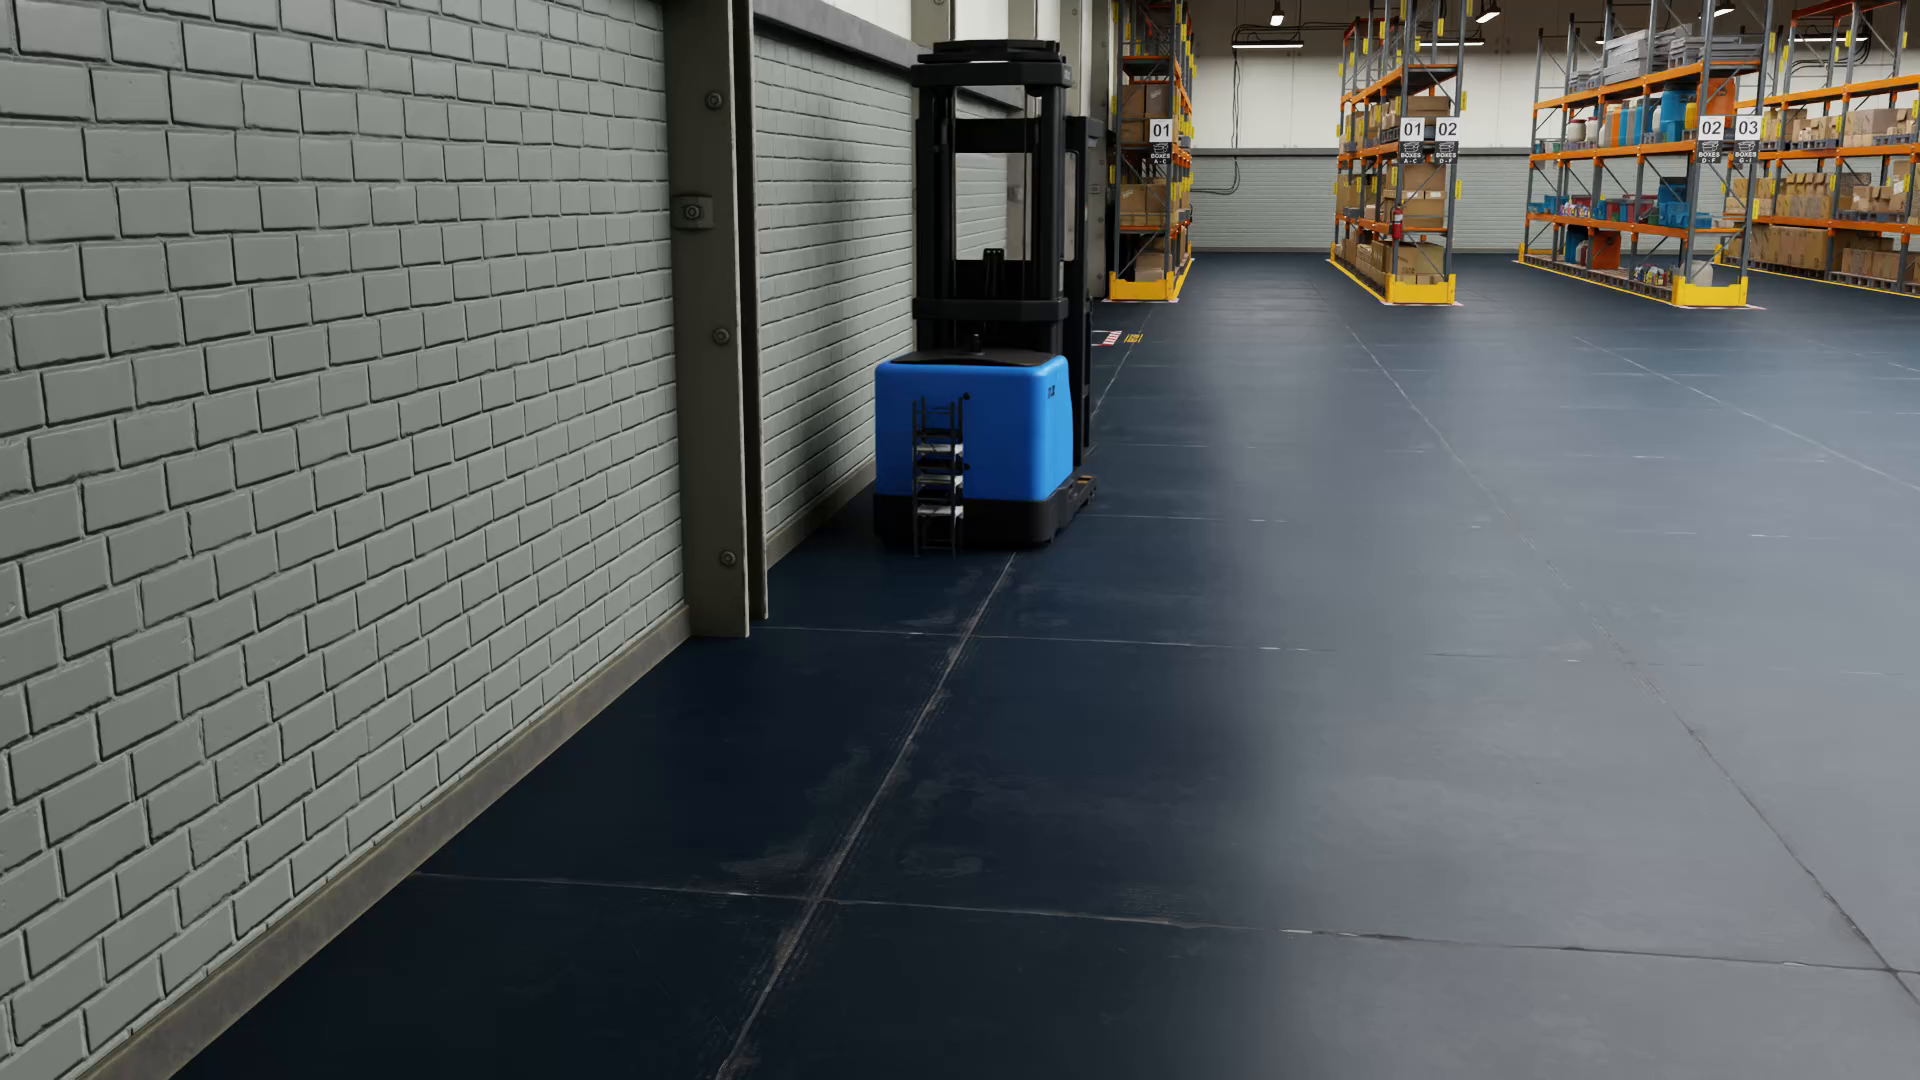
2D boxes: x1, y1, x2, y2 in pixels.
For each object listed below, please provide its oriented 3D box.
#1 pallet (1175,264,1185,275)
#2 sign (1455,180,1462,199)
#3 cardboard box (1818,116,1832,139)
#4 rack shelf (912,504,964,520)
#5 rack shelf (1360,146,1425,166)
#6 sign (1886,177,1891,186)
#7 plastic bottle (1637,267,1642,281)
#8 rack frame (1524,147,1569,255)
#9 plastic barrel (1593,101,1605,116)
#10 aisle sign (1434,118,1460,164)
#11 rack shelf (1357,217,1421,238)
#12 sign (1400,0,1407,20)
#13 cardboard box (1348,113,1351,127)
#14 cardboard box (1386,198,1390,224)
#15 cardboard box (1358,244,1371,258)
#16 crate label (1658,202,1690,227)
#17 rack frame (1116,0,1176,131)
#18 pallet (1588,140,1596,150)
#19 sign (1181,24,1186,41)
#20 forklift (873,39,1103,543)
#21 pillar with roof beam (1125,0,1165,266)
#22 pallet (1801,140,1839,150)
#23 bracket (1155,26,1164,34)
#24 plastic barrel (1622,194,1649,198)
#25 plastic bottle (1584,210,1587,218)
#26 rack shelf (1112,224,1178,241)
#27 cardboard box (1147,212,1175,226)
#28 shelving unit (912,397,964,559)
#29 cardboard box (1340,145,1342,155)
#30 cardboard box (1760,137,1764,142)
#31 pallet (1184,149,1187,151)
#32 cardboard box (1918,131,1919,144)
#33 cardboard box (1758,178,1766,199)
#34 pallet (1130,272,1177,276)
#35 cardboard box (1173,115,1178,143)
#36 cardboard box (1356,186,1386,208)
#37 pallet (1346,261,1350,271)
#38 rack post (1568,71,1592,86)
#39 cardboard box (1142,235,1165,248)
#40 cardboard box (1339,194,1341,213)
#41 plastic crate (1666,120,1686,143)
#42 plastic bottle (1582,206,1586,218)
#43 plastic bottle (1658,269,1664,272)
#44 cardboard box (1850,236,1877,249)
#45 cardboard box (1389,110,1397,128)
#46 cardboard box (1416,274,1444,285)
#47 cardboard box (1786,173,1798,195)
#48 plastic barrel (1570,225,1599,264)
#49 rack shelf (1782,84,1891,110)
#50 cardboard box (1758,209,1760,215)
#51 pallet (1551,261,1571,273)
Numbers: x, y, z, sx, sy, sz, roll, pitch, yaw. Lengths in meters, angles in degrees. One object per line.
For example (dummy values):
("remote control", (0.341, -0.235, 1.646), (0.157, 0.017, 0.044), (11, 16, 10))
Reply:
("pallet", (4.733, -6.337, 38.898), (1.003, 0.211, 1.213), (2, 12, 9))
("sign", (8.750, -6.156, 29.197), (0.100, 0.325, 0.005), (2, 12, 9))
("cardboard box", (19.289, -9.090, 36.697), (0.500, 0.500, 0.500), (3, 12, 12))
("rack shelf", (-0.125, -0.148, 9.556), (0.258, 0.077, 0.200), (3, 12, 13))
("rack shelf", (9.125, -8.077, 34.941), (1.077, 0.370, 4.000), (2, 12, 9))
("sign", (19.758, -7.569, 35.434), (0.100, 0.325, 0.005), (2, 12, 9))
("plastic bottle", (13.206, -5.148, 32.184), (0.152, 0.276, 0.135), (2, 12, 11))
("rack frame", (15.557, -8.883, 44.092), (1.000, 3.000, 0.127), (2, 12, 9))
("plastic barrel", (14.830, -9.607, 38.144), (0.600, 0.901, 0.708), (2, 12, 9))
("aisle sign", (8.495, -6.961, 29.003), (0.394, 0.787, 0.004), (2, 12, 9))
("rack shelf", (9.125, -6.611, 35.257), (1.077, 0.370, 4.000), (2, 12, 9))
("sign", (7.668, -9.162, 28.742), (0.100, 0.325, 0.005), (2, 12, 9))
("cardboard box", (10.299, -10.631, 42.472), (0.700, 0.500, 0.500), (2, 12, 9))
("cardboard box", (8.681, -6.393, 32.299), (0.700, 0.500, 0.500), (2, 12, 8))
("cardboard box", (8.989, -6.305, 36.329), (0.500, 0.311, 0.500), (2, 12, 7))
("crate label", (13.112, -5.962, 30.452), (0.502, 0.435, 0.616), (2, 12, 9))
("rack frame", (3.307, -8.806, 29.495), (1.000, 3.000, 0.127), (2, 12, 9))
("pallet", (14.541, -8.748, 36.793), (1.003, 0.211, 1.213), (2, 12, 9))
("sign", (4.455, -10.113, 33.153), (0.100, 0.325, 0.005), (2, 12, 9))
("forklift", (0.315, -1.679, 10.829), (1.130, 2.935, 3.031), (3, 12, 13))
("pillar with roof beam", (8.659, -11.338, 41.245), (9.100, 9.000, 0.548), (2, 12, 9))
("pallet", (19.436, -8.800, 37.035), (1.003, 0.211, 1.213), (2, 12, 11))
("bracket", (5.615, -14.389, 46.854), (0.235, 0.232, 0.430), (2, 12, 9))
("plastic barrel", (14.554, -7.178, 35.857), (0.600, 0.536, 0.708), (2, 12, 9))
("plastic bottle", (14.053, -7.310, 37.266), (0.097, 0.201, 0.097), (0, 12, 0))
("rack shelf", (3.615, -5.938, 32.135), (1.077, 0.370, 4.000), (2, 12, 9))
("cardboard box", (3.696, -5.901, 30.564), (0.500, 0.250, 0.500), (2, 12, 7))
("shelving unit", (-0.125, -0.356, 9.511), (0.258, 0.900, 0.210), (3, 12, 13))
("cardboard box", (10.243, -10.235, 43.601), (0.500, 0.250, 0.500), (2, 12, 9))
("cardboard box", (20.187, -10.160, 41.424), (0.700, 0.500, 0.500), (1, 12, 5))
("pallet", (4.584, -9.049, 38.188), (1.213, 0.211, 1.003), (2, 12, 11))
("cardboard box", (18.283, -7.532, 31.060), (0.500, 0.250, 0.500), (1, 12, 6))
("cardboard box", (19.723, -8.537, 40.357), (0.500, 0.500, 0.500), (2, 12, 9))
("pallet", (4.040, -5.505, 35.037), (1.003, 0.211, 1.213), (2, 12, 9))
("cardboard box", (3.723, -7.571, 30.597), (0.500, 0.500, 0.500), (3, 12, 12))
("cardboard box", (9.418, -7.768, 37.684), (0.700, 0.500, 0.500), (-2, 12, -10))
("pallet", (9.960, -6.678, 40.479), (1.003, 0.211, 1.213), (2, 12, 9))
("rack post", (14.781, -10.772, 38.796), (0.937, 0.300, 0.954), (2, 12, 8))
("cardboard box", (4.160, -6.420, 35.771), (0.500, 0.250, 0.500), (2, 12, 7))
("cardboard box", (10.180, -8.797, 43.458), (0.500, 0.500, 0.500), (2, 12, 8))
("plastic crate", (13.092, -7.418, 30.210), (0.392, 0.384, 0.575), (2, 12, 9))
("plastic bottle", (14.098, -7.405, 37.541), (0.097, 0.271, 0.097), (0, 12, 0))
("plastic bottle", (13.233, -4.987, 31.434), (0.152, 0.276, 0.135), (2, 12, 9))
("cardboard box", (19.147, -6.277, 35.107), (0.500, 0.250, 0.500), (2, 12, 11))
("cardboard box", (8.204, -7.774, 30.709), (0.500, 0.311, 0.500), (3, 13, 15))
("cardboard box", (8.505, -4.679, 30.116), (0.500, 0.250, 0.500), (2, 12, 9))
("cardboard box", (19.746, -8.296, 38.750), (0.797, 0.503, 0.637), (2, 12, 7))
("plastic barrel", (14.732, -6.970, 39.199), (0.600, 0.901, 0.708), (2, 12, 9))
("rack shelf", (19.528, -9.859, 37.038), (1.077, 0.370, 4.000), (2, 12, 9))
("cardboard box", (19.677, -8.002, 40.599), (0.380, 0.149, 0.250), (2, 12, 10))
("pallet", (14.782, -6.528, 39.783), (1.003, 0.211, 1.213), (2, 12, 9))
